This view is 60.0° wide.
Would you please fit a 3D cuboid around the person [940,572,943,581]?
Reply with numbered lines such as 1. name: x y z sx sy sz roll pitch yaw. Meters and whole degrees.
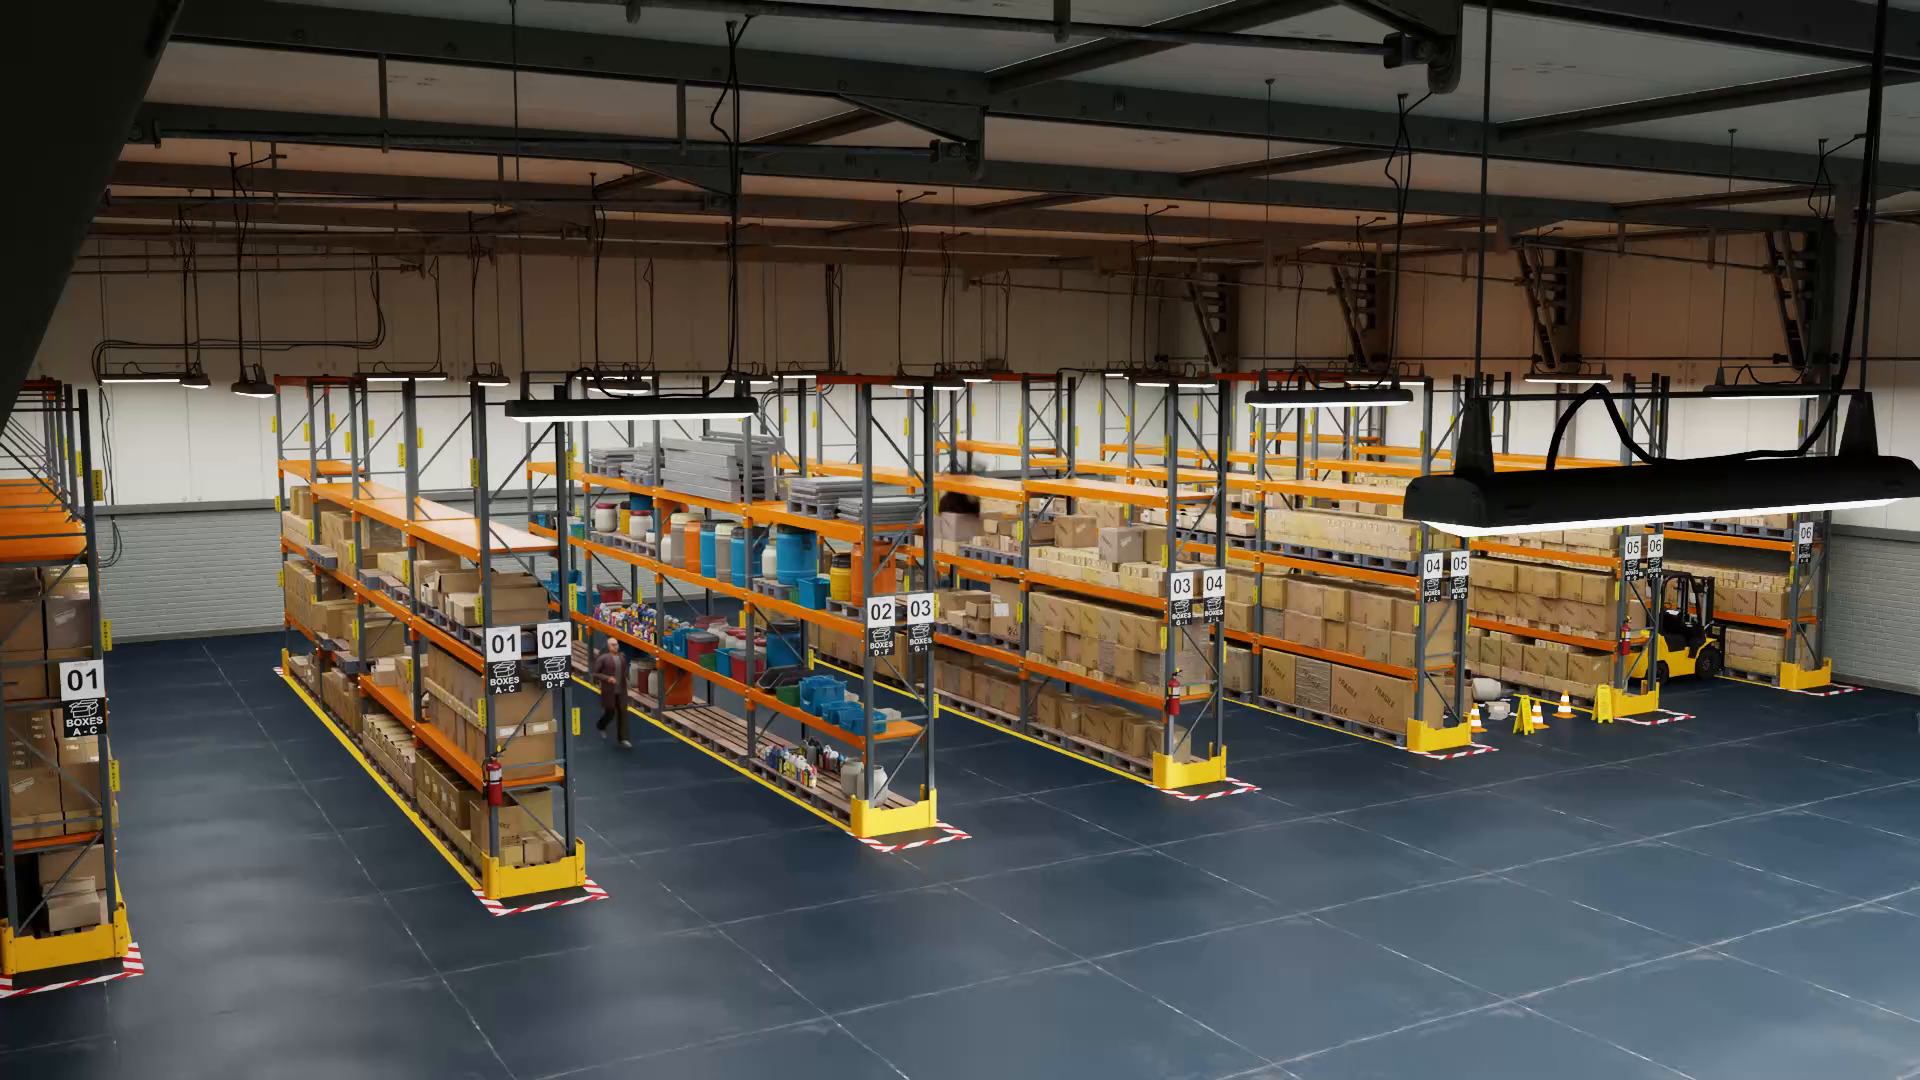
1. person: -0.577 0.879 41.915 0.795 1.743 0.738 -4 8 -34

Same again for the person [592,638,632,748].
1. person: -5.639 2.460 27.077 0.715 1.756 1.000 -5 8 -38
